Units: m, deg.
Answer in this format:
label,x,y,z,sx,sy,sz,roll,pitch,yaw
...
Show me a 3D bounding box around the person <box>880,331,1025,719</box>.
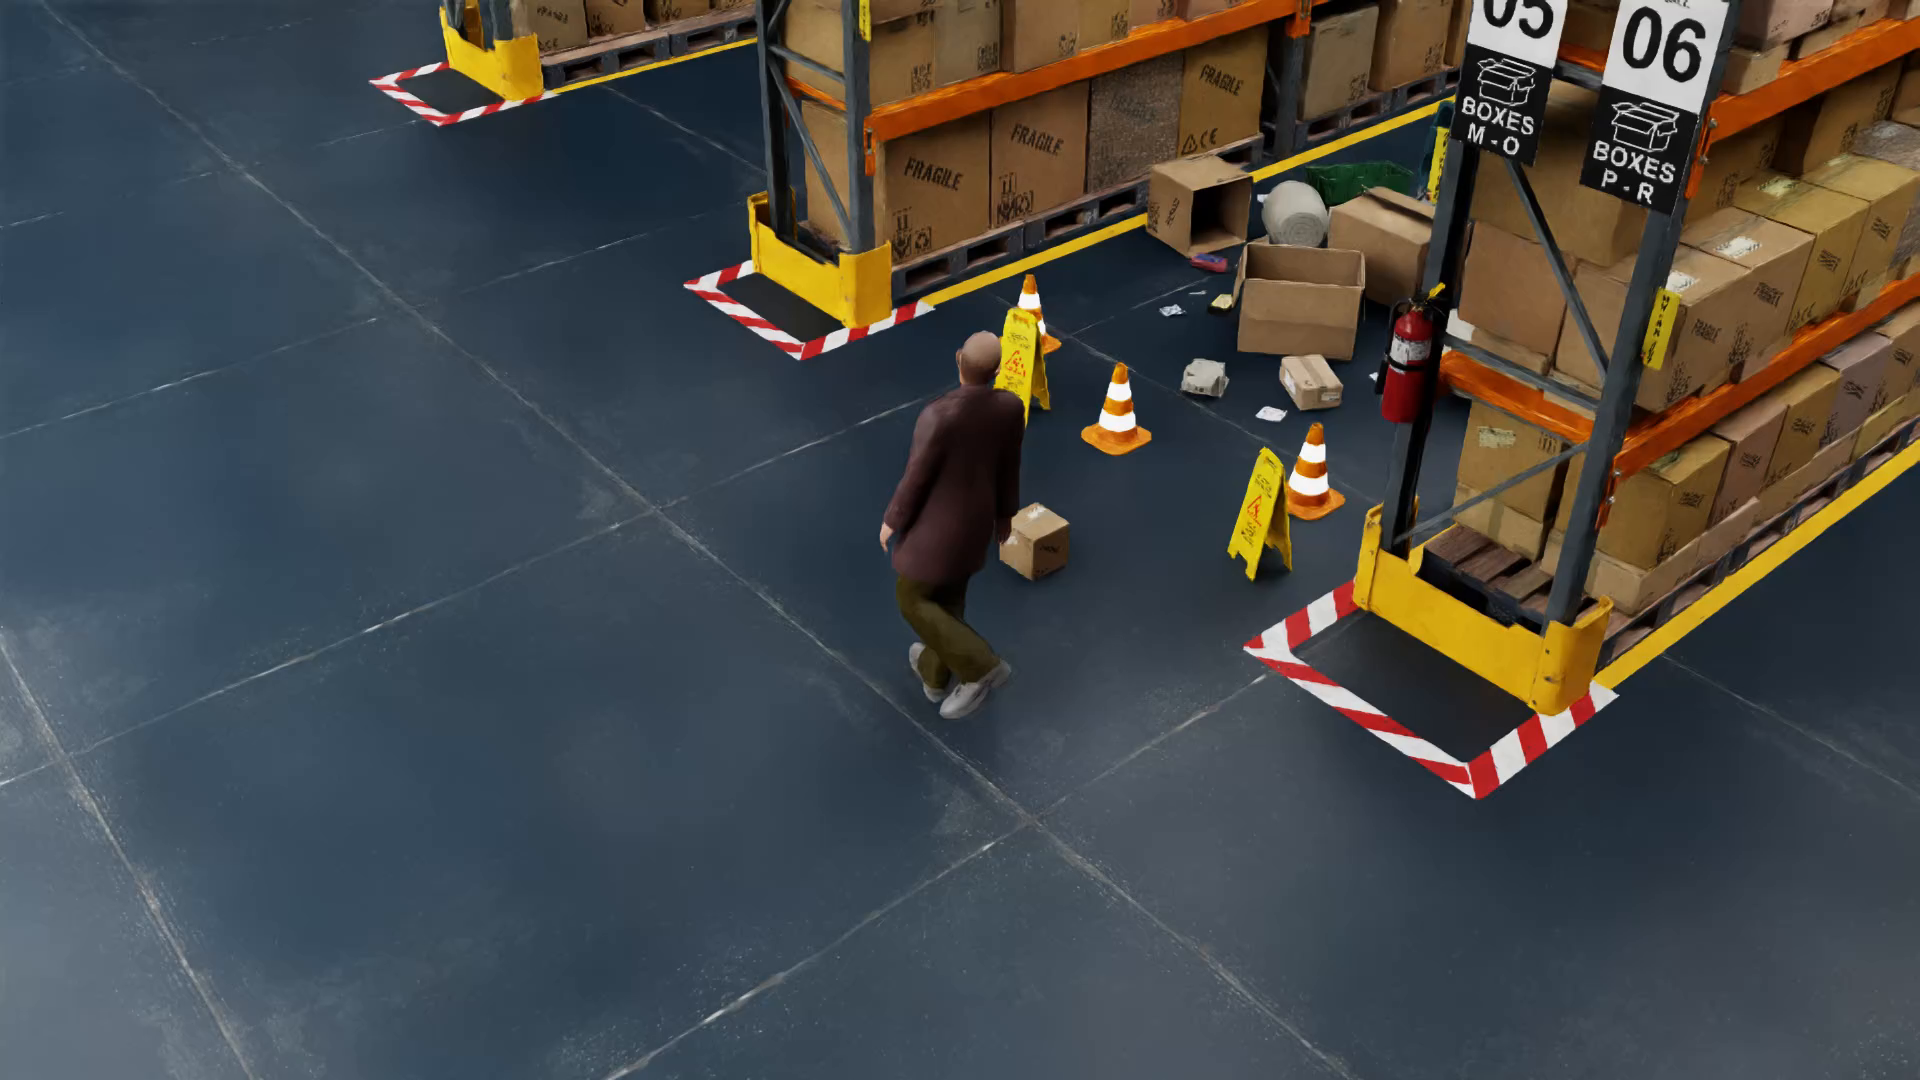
label,x,y,z,sx,sy,sz,roll,pitch,yaw
person,0.027,-0.055,7.195,0.634,1.741,0.648,30,45,35
